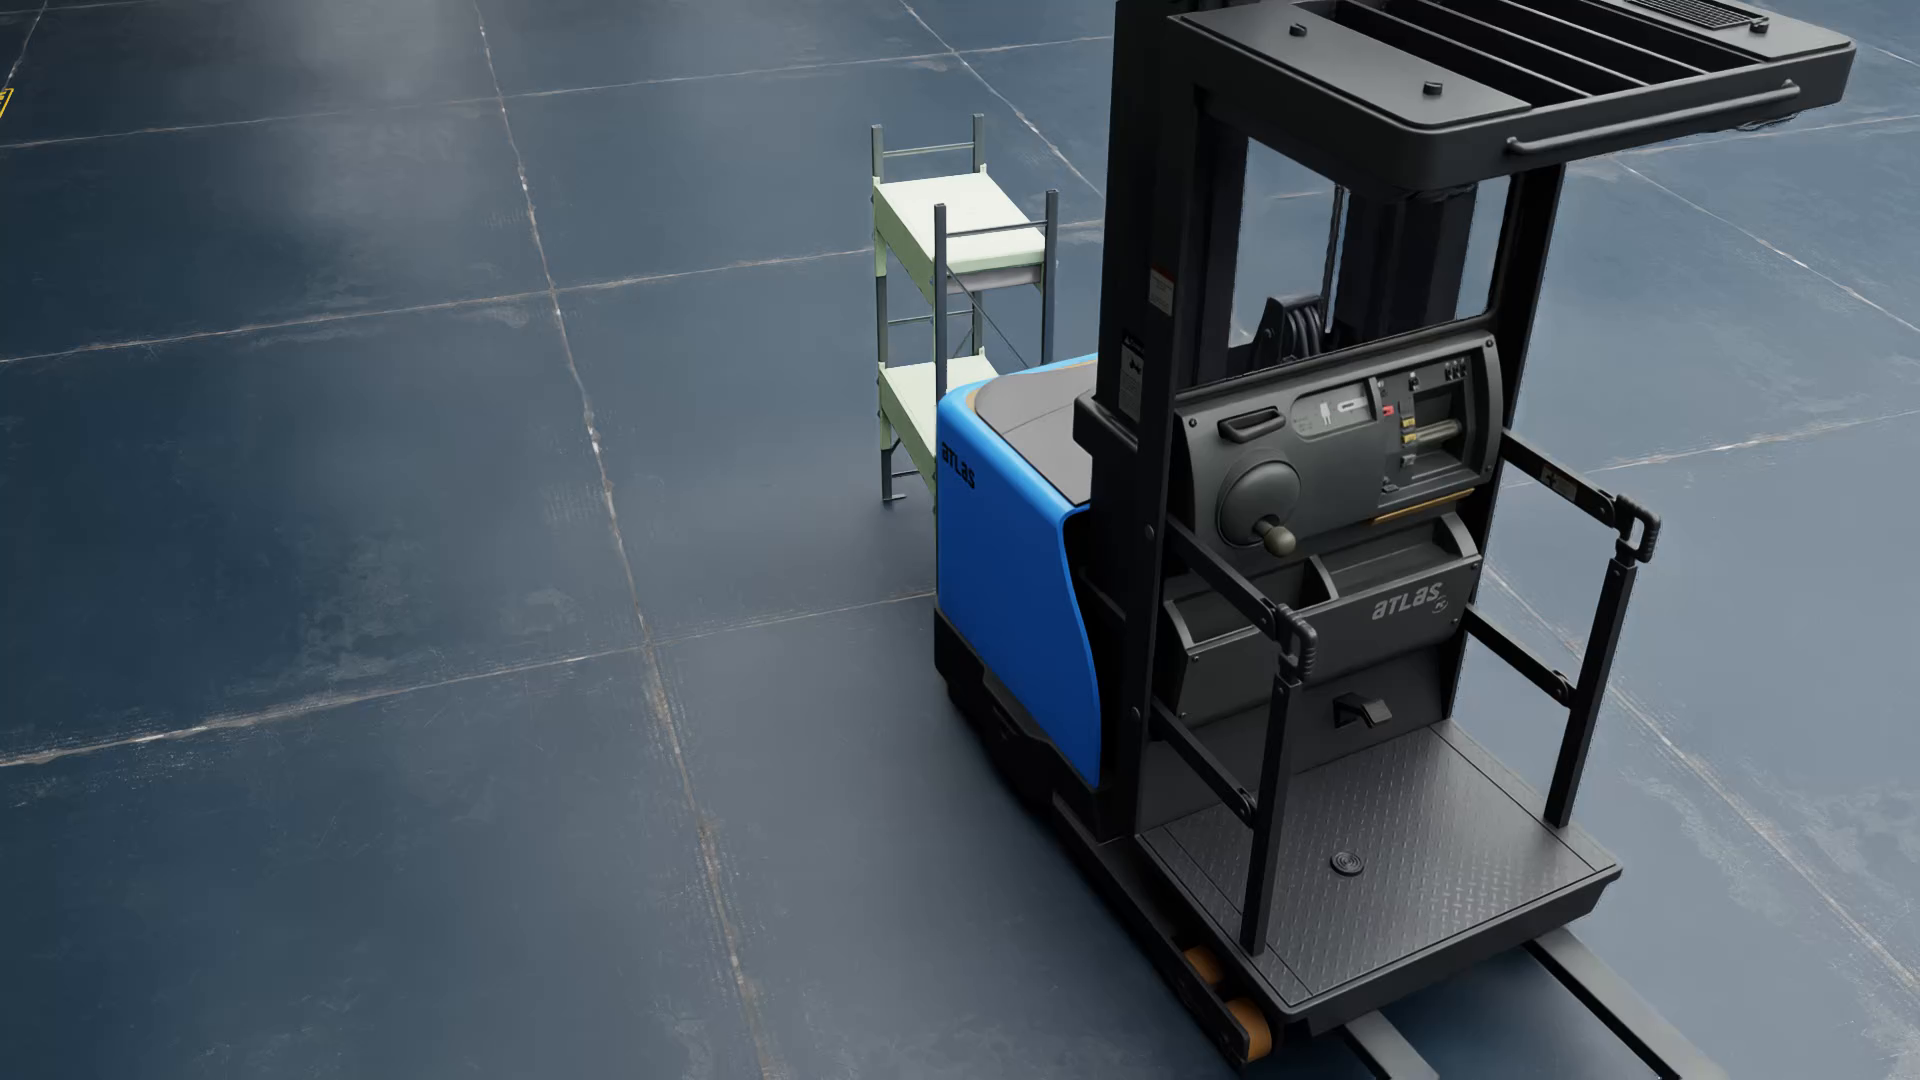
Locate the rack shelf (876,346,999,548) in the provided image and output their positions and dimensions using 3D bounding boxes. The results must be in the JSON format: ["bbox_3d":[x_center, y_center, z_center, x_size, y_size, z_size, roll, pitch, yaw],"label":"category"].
[{"bbox_3d":[0.002,-0.350,6.011,0.431,0.370,0.720,-10,35,-15],"label":"rack shelf"}]

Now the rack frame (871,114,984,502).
[{"bbox_3d":[-0.110,-0.814,6.122,0.400,1.500,0.023,-10,35,-15],"label":"rack frame"}]

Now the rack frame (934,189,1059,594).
[{"bbox_3d":[0.114,-0.430,5.540,0.400,1.500,0.023,-10,35,-15],"label":"rack frame"}]

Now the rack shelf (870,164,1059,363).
[{"bbox_3d":[0.002,-0.948,5.616,0.431,0.370,0.720,-10,35,-15],"label":"rack shelf"}]

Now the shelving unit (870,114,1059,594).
[{"bbox_3d":[0.002,-0.622,5.831,0.431,1.500,0.755,-10,35,-15],"label":"shelving unit"}]

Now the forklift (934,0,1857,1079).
[{"bbox_3d":[1.034,-0.175,3.856,1.130,2.935,3.031,-16,37,-22],"label":"forklift"}]
